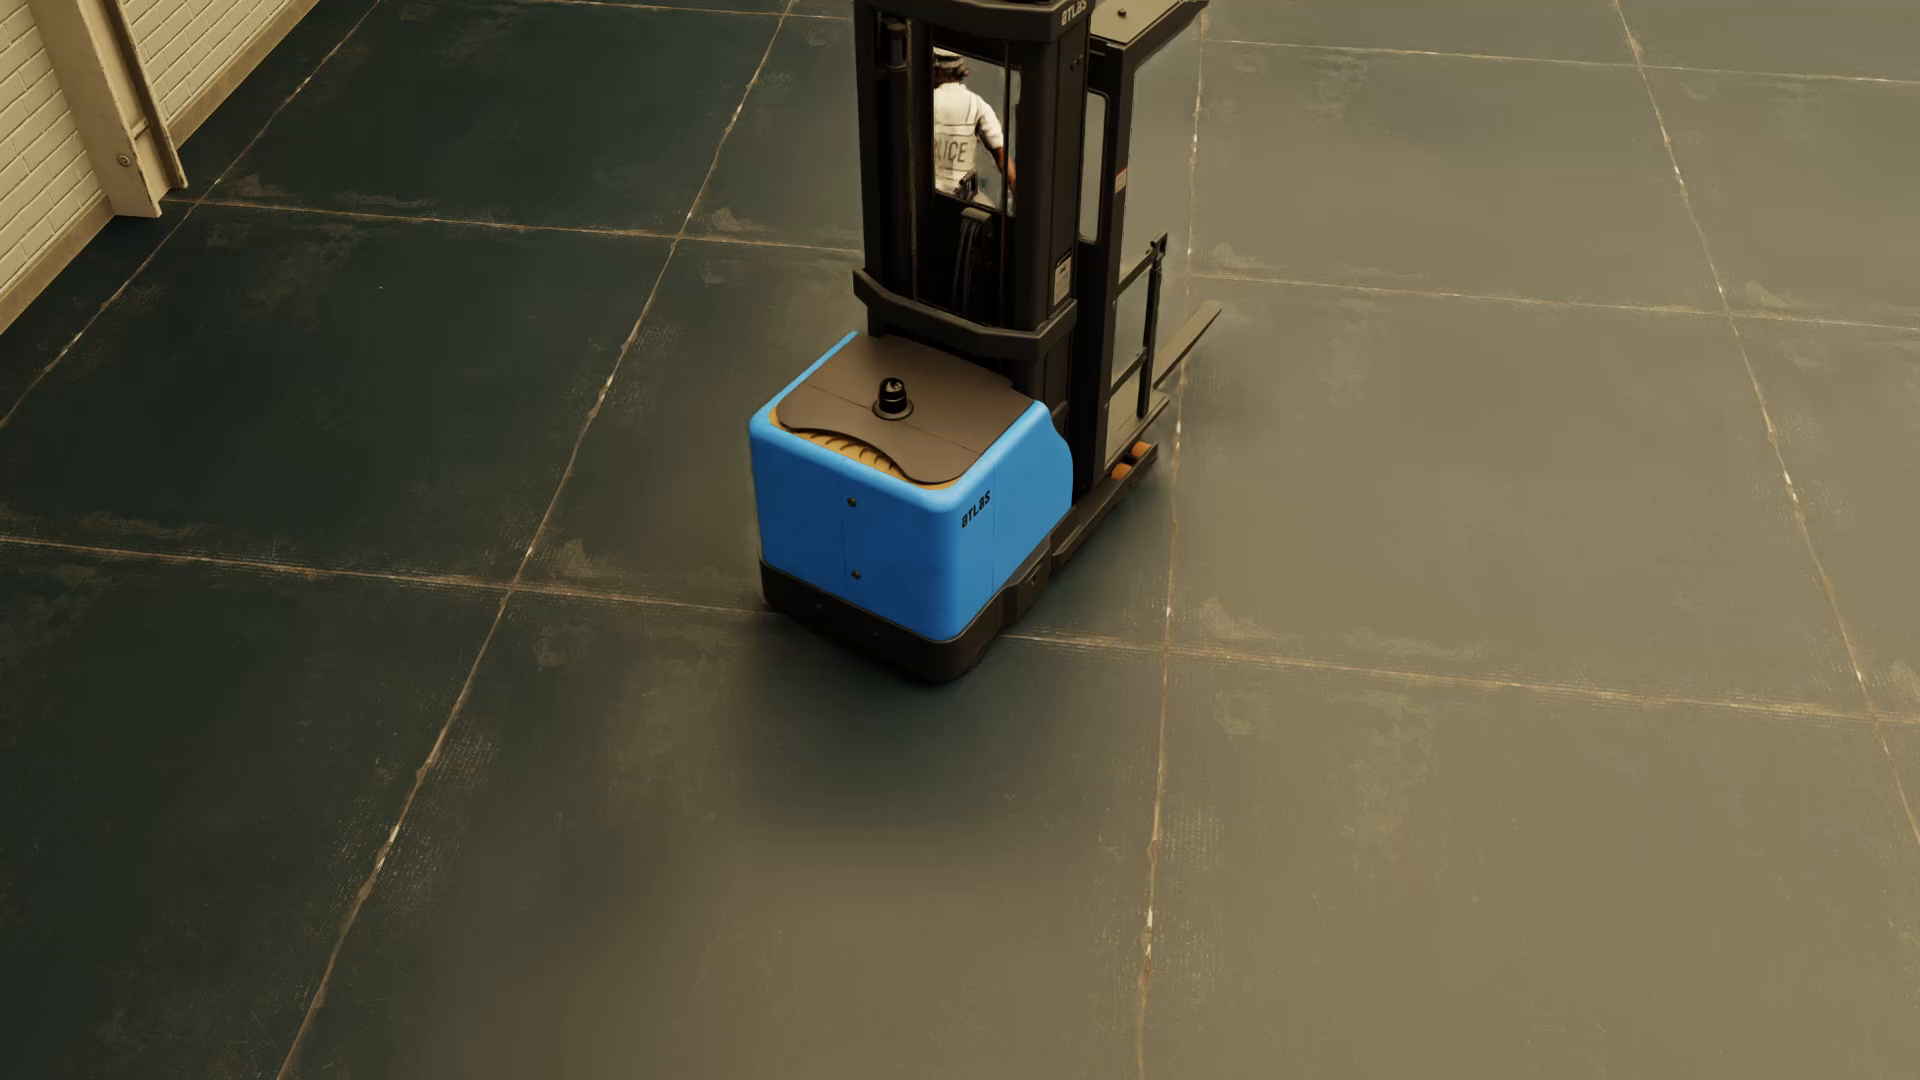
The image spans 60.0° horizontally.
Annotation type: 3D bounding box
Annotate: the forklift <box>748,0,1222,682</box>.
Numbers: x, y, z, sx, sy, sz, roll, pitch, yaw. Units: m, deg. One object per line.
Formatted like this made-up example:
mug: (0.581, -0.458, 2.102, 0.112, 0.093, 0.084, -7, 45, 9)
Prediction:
forklift: (0.320, -1.446, 7.299, 1.130, 2.935, 3.031, 23, 47, 23)

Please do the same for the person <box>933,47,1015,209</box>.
person: (-0.027, -1.848, 8.847, 0.884, 1.586, 0.515, 10, 43, 11)
